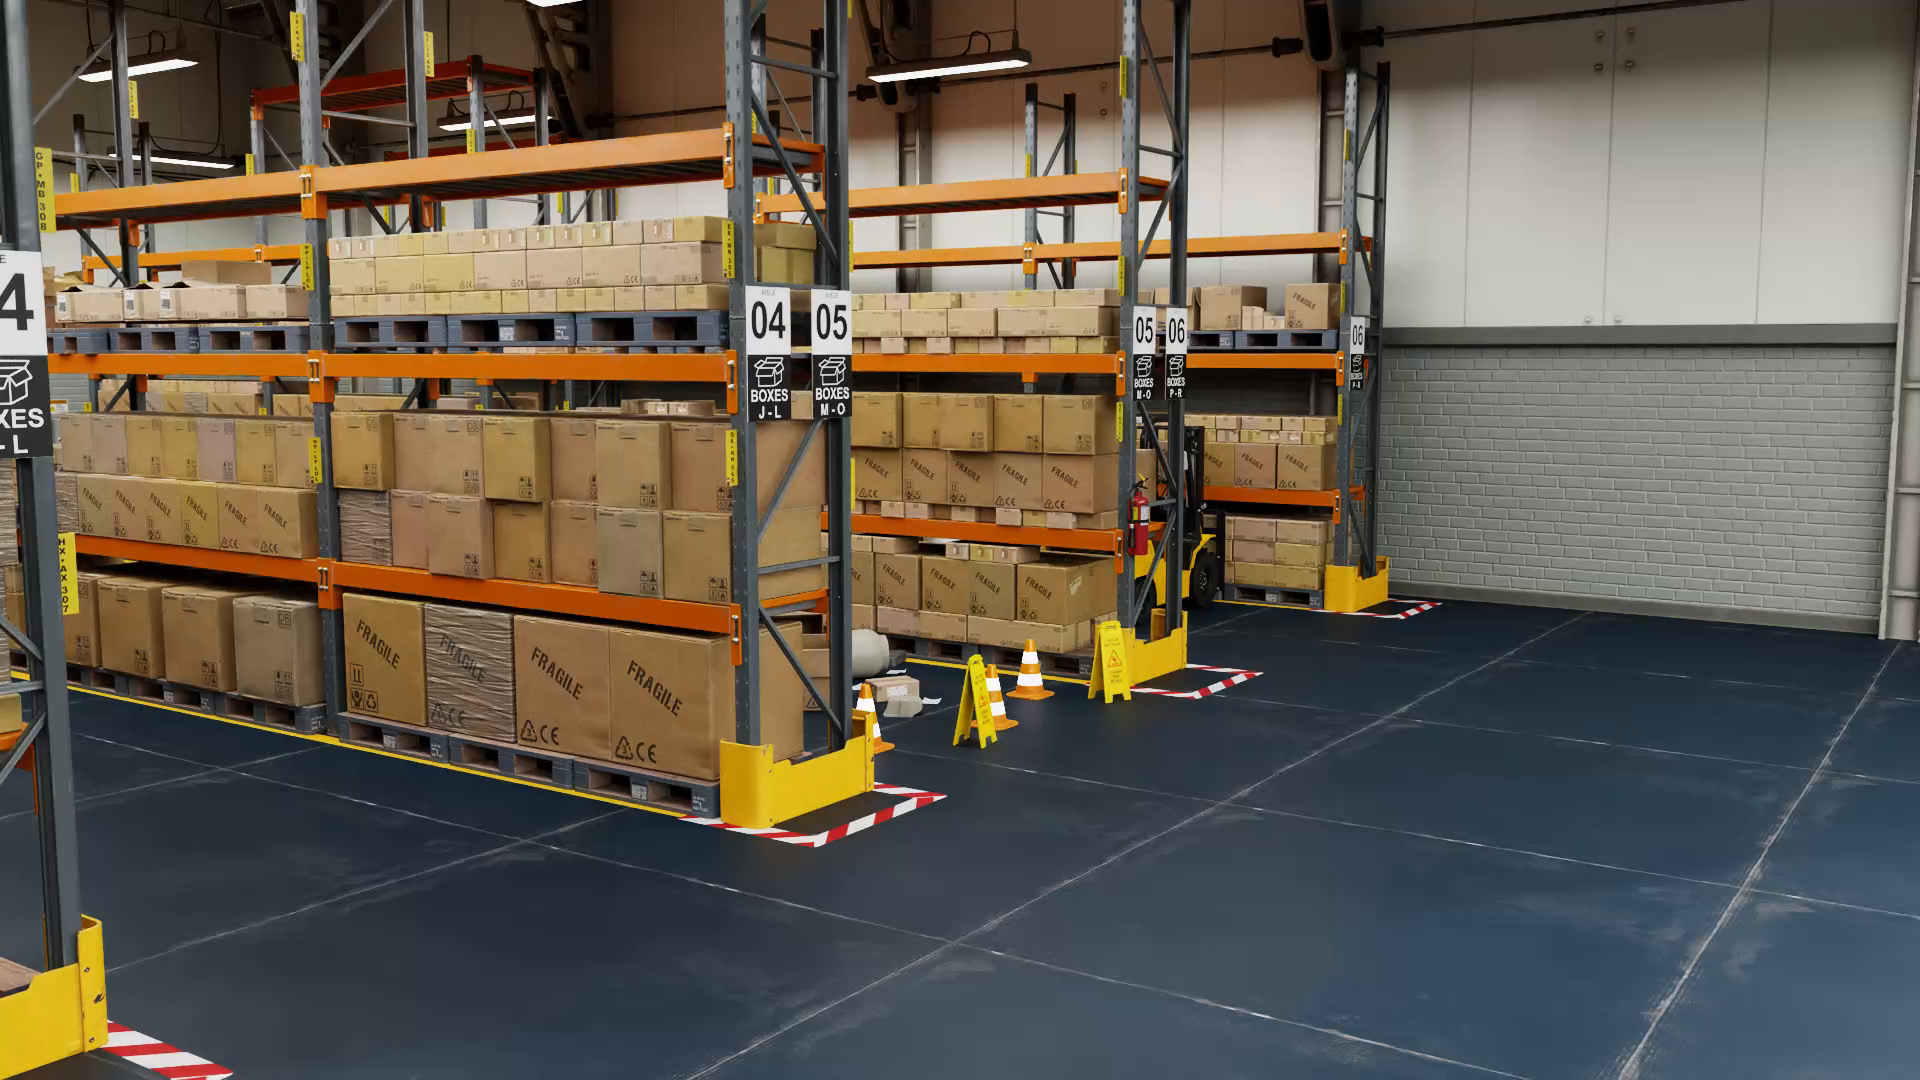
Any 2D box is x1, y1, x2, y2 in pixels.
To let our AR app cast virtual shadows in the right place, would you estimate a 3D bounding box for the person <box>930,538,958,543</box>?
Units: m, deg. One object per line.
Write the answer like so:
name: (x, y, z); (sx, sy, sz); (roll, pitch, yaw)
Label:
person: (-0.007, 0.261, 19.400); (0.455, 0.813, 0.922); (4, 8, 32)
